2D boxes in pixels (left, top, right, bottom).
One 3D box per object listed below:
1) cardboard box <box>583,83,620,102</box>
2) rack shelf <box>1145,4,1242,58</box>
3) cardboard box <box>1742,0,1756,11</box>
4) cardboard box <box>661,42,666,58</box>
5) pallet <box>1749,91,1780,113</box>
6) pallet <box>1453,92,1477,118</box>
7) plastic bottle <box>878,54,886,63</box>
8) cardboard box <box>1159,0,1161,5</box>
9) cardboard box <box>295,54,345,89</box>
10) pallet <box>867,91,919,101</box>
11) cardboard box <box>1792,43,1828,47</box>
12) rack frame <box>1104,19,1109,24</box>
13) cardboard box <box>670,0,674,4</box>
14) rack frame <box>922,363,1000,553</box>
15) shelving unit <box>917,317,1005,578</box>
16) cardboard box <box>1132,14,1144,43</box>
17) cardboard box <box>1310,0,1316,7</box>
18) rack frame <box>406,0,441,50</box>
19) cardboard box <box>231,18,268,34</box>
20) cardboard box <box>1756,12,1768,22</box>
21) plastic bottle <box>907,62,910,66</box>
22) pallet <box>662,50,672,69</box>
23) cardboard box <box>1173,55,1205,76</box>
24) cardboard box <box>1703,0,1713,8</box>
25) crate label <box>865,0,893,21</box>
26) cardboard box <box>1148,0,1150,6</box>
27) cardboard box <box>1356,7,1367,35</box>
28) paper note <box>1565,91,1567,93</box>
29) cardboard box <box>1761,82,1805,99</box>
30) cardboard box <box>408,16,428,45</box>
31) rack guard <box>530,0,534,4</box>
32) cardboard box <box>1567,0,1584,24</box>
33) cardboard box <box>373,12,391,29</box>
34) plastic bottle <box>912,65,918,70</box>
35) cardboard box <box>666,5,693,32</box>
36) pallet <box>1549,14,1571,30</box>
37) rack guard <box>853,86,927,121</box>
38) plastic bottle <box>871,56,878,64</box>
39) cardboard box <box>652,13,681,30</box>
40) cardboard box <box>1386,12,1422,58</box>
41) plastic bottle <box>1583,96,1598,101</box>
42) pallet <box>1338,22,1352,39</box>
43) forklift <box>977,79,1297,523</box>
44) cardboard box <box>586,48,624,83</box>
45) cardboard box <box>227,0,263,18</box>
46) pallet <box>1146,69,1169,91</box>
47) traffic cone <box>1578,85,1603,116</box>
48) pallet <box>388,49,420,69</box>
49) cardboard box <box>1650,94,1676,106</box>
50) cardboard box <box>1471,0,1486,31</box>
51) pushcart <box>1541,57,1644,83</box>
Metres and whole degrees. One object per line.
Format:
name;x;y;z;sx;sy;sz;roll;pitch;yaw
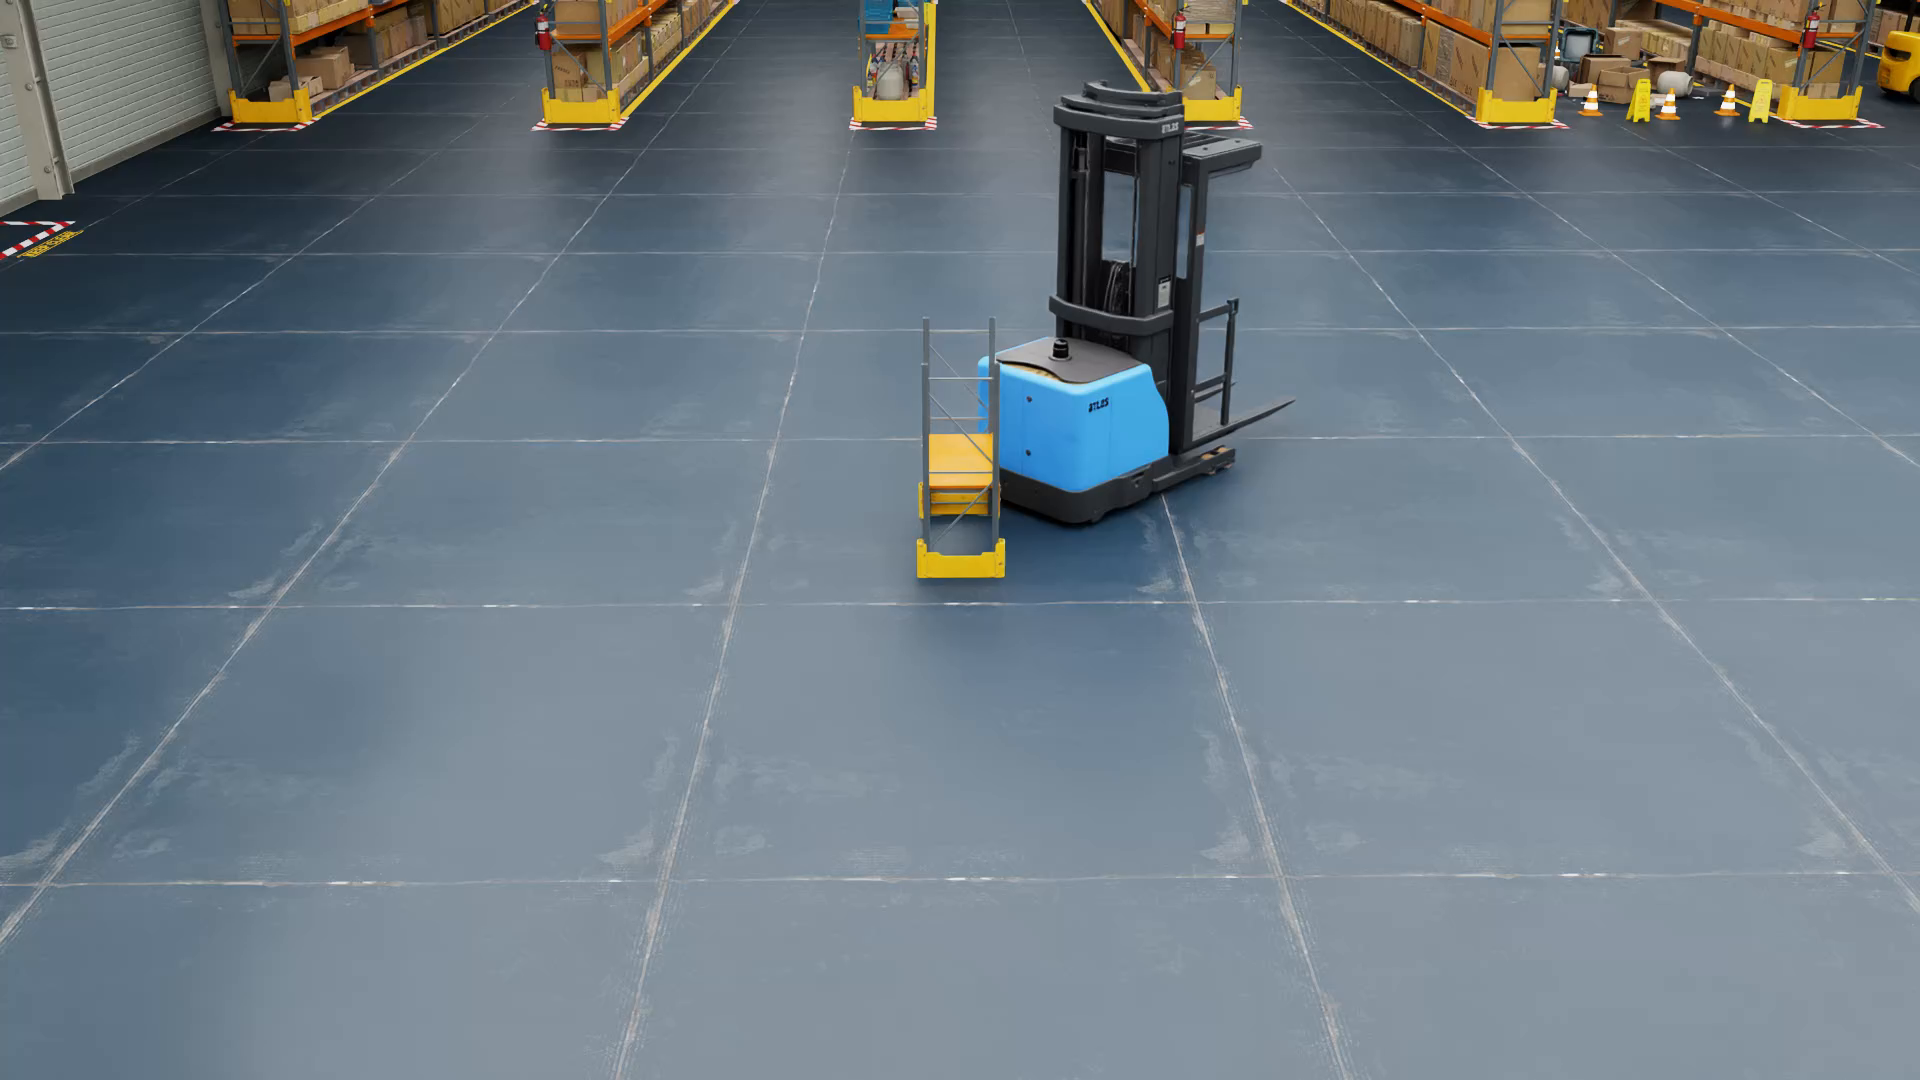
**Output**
cardboard box;-5.798;-7.217;26.895;0.500;0.250;0.500;0;24;-1
rack shelf;3.870;-8.596;27.990;1.077;0.370;4.000;0;24;-1
cardboard box;13.530;-9.169;27.902;0.500;0.500;0.500;0;24;0
cardboard box;-5.827;-9.235;31.356;0.500;0.250;0.500;-1;24;-2
pallet;13.826;-7.240;27.502;1.003;0.211;1.213;0;24;-1
pallet;8.765;-7.139;27.279;1.003;0.211;1.213;0;24;-1
plastic bottle;-1.367;-8.386;29.331;0.144;0.351;0.185;0;24;-1
cardboard box;3.867;-9.332;28.261;0.875;0.500;0.500;0;24;-1
cardboard box;-10.850;-7.918;28.116;0.700;0.500;0.500;-2;24;-4
pallet;-1.113;-7.173;27.354;1.003;0.211;1.213;0;24;-1
cardboard box;14.058;-7.983;27.679;0.500;0.500;0.500;-1;24;-3
rack frame;3.760;-13.045;36.952;1.000;3.000;0.127;0;24;-1
cardboard box;-6.364;-11.229;35.437;0.500;0.500;0.500;-1;24;-3
rack frame;0.006;-0.439;10.900;0.500;1.500;0.032;0;24;-1
shelving unit;0.001;-0.652;11.371;0.587;1.500;1.083;0;24;-1
cardboard box;3.831;-10.182;33.122;0.700;0.500;0.500;-2;24;-3
cardboard box;8.365;-12.504;38.707;0.380;0.149;0.250;0;24;-1
rack frame;-11.055;-11.330;33.160;1.000;3.000;0.127;0;24;-1
cardboard box;-11.167;-8.166;26.322;0.500;0.250;0.500;0;24;0
cardboard box;13.499;-8.710;27.673;0.380;0.149;0.250;-1;24;-1
plastic bottle;-0.906;-8.201;29.006;0.061;0.283;0.133;0;24;-1
pallet;-6.121;-9.242;31.928;1.003;0.211;1.213;0;24;-1
cardboard box;3.873;-7.914;28.132;0.500;0.500;0.500;2;24;4
cardboard box;13.440;-9.547;29.524;0.380;0.149;0.250;0;24;-1
crate label;-1.352;-8.851;27.637;0.502;0.435;0.616;0;24;-1
cardboard box;3.549;-9.544;29.516;0.380;0.149;0.250;0;24;-1
cardboard box;8.496;-10.699;34.291;0.500;0.500;0.500;0;24;-1
paper note;10.653;-7.821;29.015;0.172;0.023;0.155;8;26;18
cardboard box;13.523;-7.425;27.353;0.500;0.250;0.500;0;24;-1
cardboard box;-10.995;-10.095;32.929;0.700;0.500;0.500;0;24;0
rack guard;-11.143;-13.497;40.986;1.175;0.500;0.348;0;24;-1
cardboard box;13.774;-11.685;36.015;0.875;0.875;0.875;0;24;1
cardboard box;-11.054;-9.784;31.331;0.500;0.250;0.500;-1;24;-2
plastic bottle;-0.776;-8.049;28.685;0.097;0.271;0.097;0;24;0
cardboard box;-5.832;-10.819;34.532;0.500;0.500;0.500;-1;24;-2
pallet;13.754;-11.501;36.923;1.003;0.211;1.213;0;24;-1
rack guard;-1.109;-6.970;26.554;1.175;0.500;0.348;0;24;-1
plastic bottle;-1.509;-8.307;29.158;0.144;0.351;0.185;-1;24;-3
cardboard box;-5.850;-10.333;33.103;0.500;0.311;0.500;0;24;1
cardboard box;8.705;-9.548;31.441;1.050;0.750;0.750;0;24;-1
plastic bottle;10.694;-7.506;28.272;0.133;0.061;0.283;-9;26;-19
pallet;8.747;-10.930;35.661;1.003;0.211;1.213;0;24;-1
forklift;1.505;-1.966;12.541;1.130;2.935;3.031;22;32;40
cardboard box;-5.805;-7.765;27.196;0.500;0.500;0.500;0;24;-1
cardboard box;-11.185;-8.509;26.171;0.500;0.500;0.500;-1;24;-1
pallet;3.890;-8.201;29.627;1.003;0.211;1.213;0;24;-1
traffic cone;10.266;-7.150;26.997;0.336;0.463;0.334;0;24;-1
pallet;-11.038;-9.236;31.914;1.003;0.211;1.213;0;24;-1
cardboard box;11.767;-7.376;27.879;0.380;0.149;0.250;13;27;27
cardboard box;8.775;-8.528;26.784;0.875;0.550;0.550;0;24;-1
pushcart;11.478;-8.567;30.234;1.648;0.377;0.936;-9;26;-19
